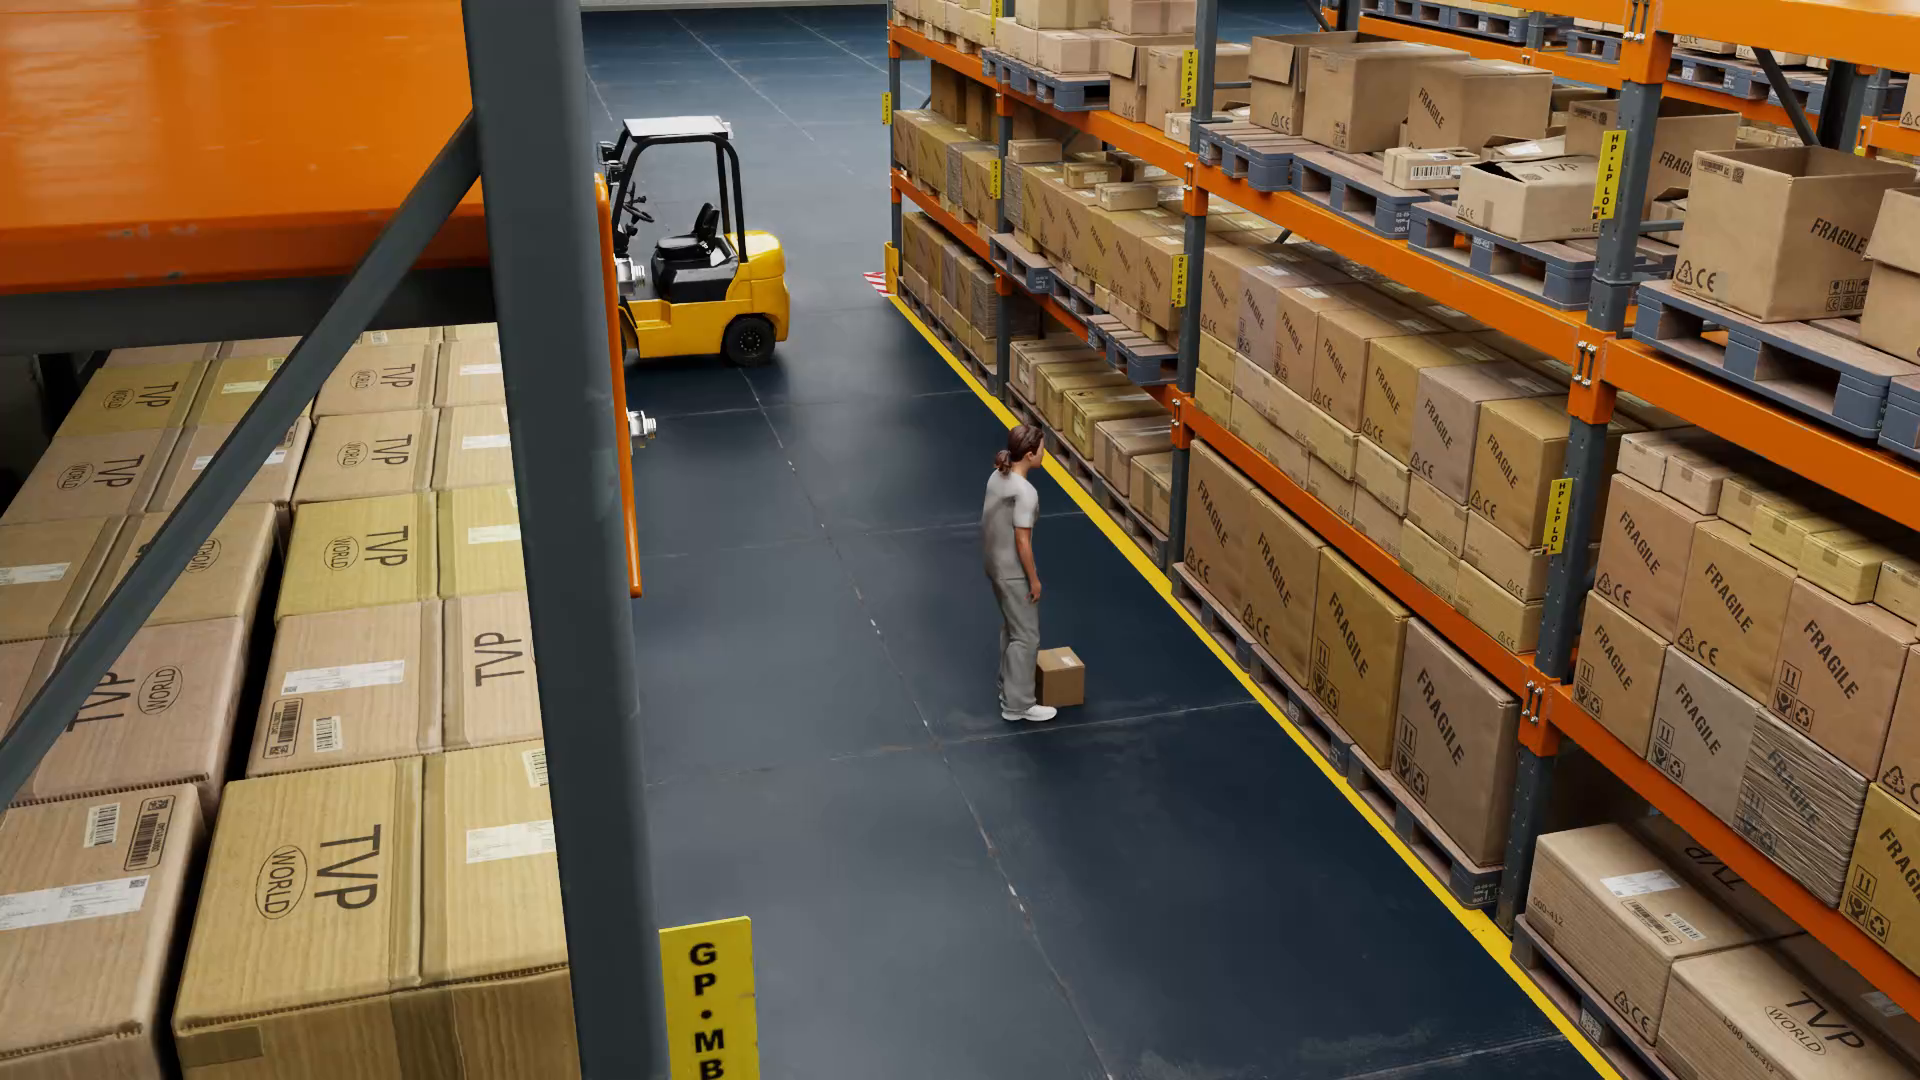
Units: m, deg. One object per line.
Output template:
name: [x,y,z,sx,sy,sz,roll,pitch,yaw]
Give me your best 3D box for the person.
person: [0.340,0.167,9.210,0.417,1.667,0.511,-8,24,-18]
